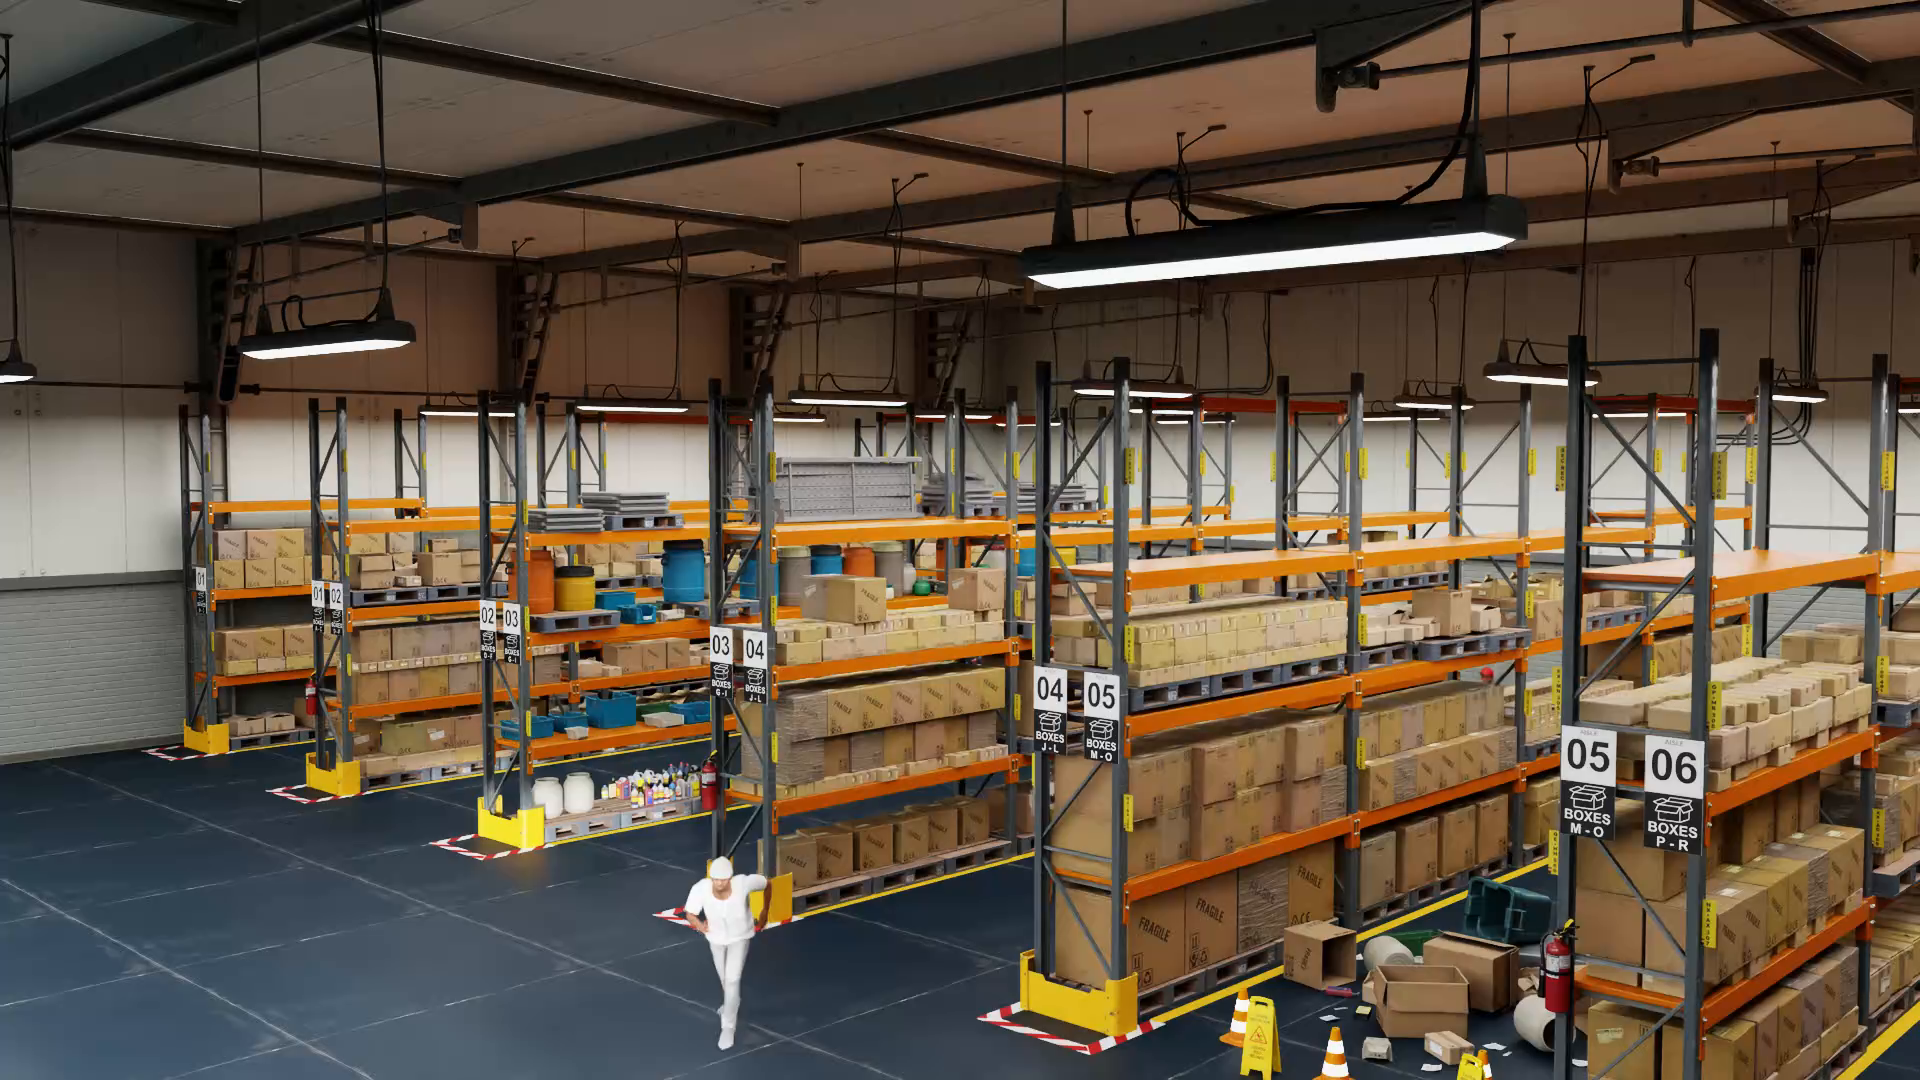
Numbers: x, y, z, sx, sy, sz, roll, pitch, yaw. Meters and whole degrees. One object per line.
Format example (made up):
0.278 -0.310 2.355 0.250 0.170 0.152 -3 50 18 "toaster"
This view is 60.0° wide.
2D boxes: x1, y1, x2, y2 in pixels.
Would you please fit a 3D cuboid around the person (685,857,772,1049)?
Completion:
-2.037 3.579 14.743 0.746 1.716 1.031 0 3 1 "person"

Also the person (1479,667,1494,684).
8.344 2.903 26.266 0.585 1.818 0.900 2 4 37 "person"

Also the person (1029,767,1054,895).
1.057 3.362 19.336 0.609 1.617 0.694 1 3 25 "person"
